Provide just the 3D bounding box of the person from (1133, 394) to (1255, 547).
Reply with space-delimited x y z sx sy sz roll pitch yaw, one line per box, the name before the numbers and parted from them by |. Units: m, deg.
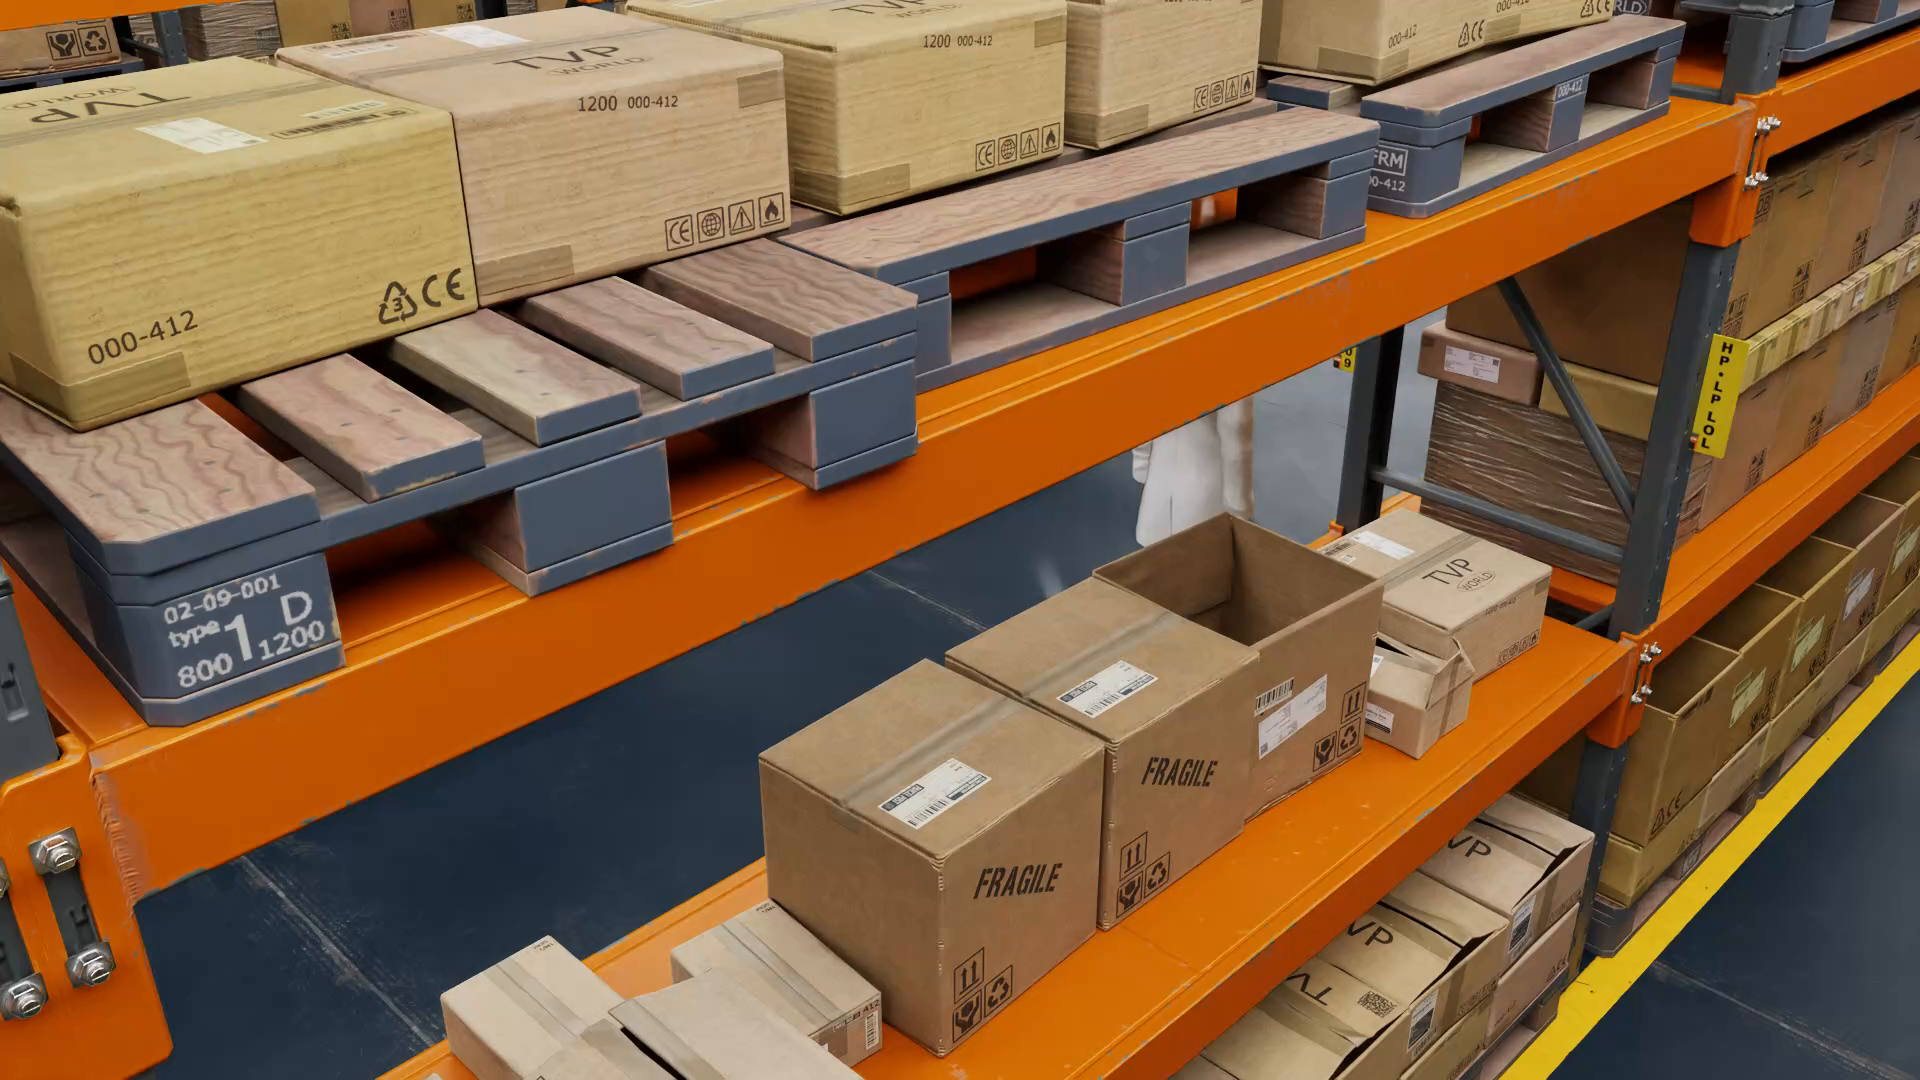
person | 0.901 -0.142 6.477 0.447 1.837 0.565 -24 36 -38
